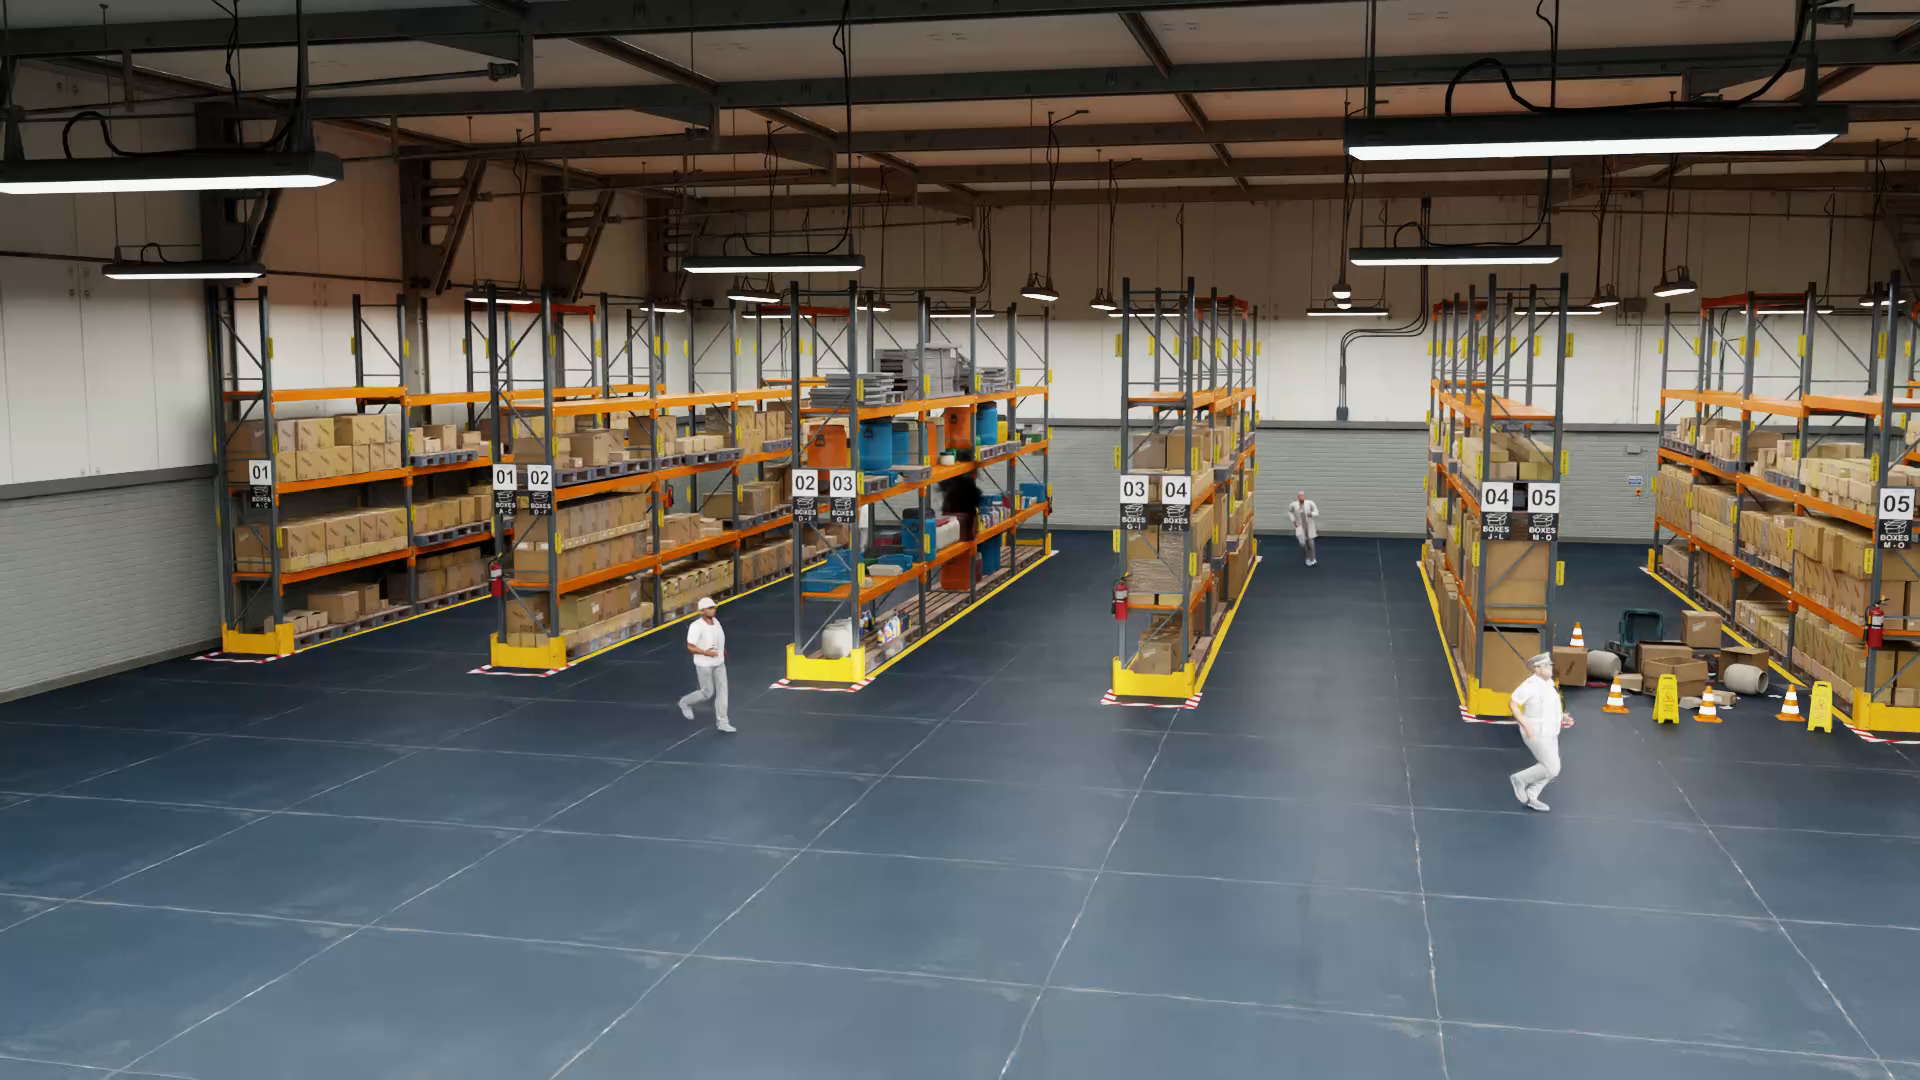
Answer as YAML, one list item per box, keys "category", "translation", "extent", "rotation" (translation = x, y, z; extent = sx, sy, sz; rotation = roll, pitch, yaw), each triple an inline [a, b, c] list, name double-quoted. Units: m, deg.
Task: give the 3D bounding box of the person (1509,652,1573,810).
- category: "person"
  translation: [6.331, 2.076, 18.029]
  extent: [0.657, 1.743, 0.590]
  rotation: [-6, 9, -44]

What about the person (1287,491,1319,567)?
- category: "person"
  translation: [7.929, -0.210, 38.460]
  extent: [0.700, 1.678, 0.765]
  rotation: [1, 7, 7]

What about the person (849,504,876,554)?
- category: "person"
  translation: [-2.138, -0.229, 35.535]
  extent: [0.639, 1.873, 0.650]
  rotation: [0, 7, 2]

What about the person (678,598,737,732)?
- category: "person"
  translation: [-3.297, 1.625, 21.813]
  extent: [0.923, 1.752, 0.699]
  rotation: [4, 8, 33]
